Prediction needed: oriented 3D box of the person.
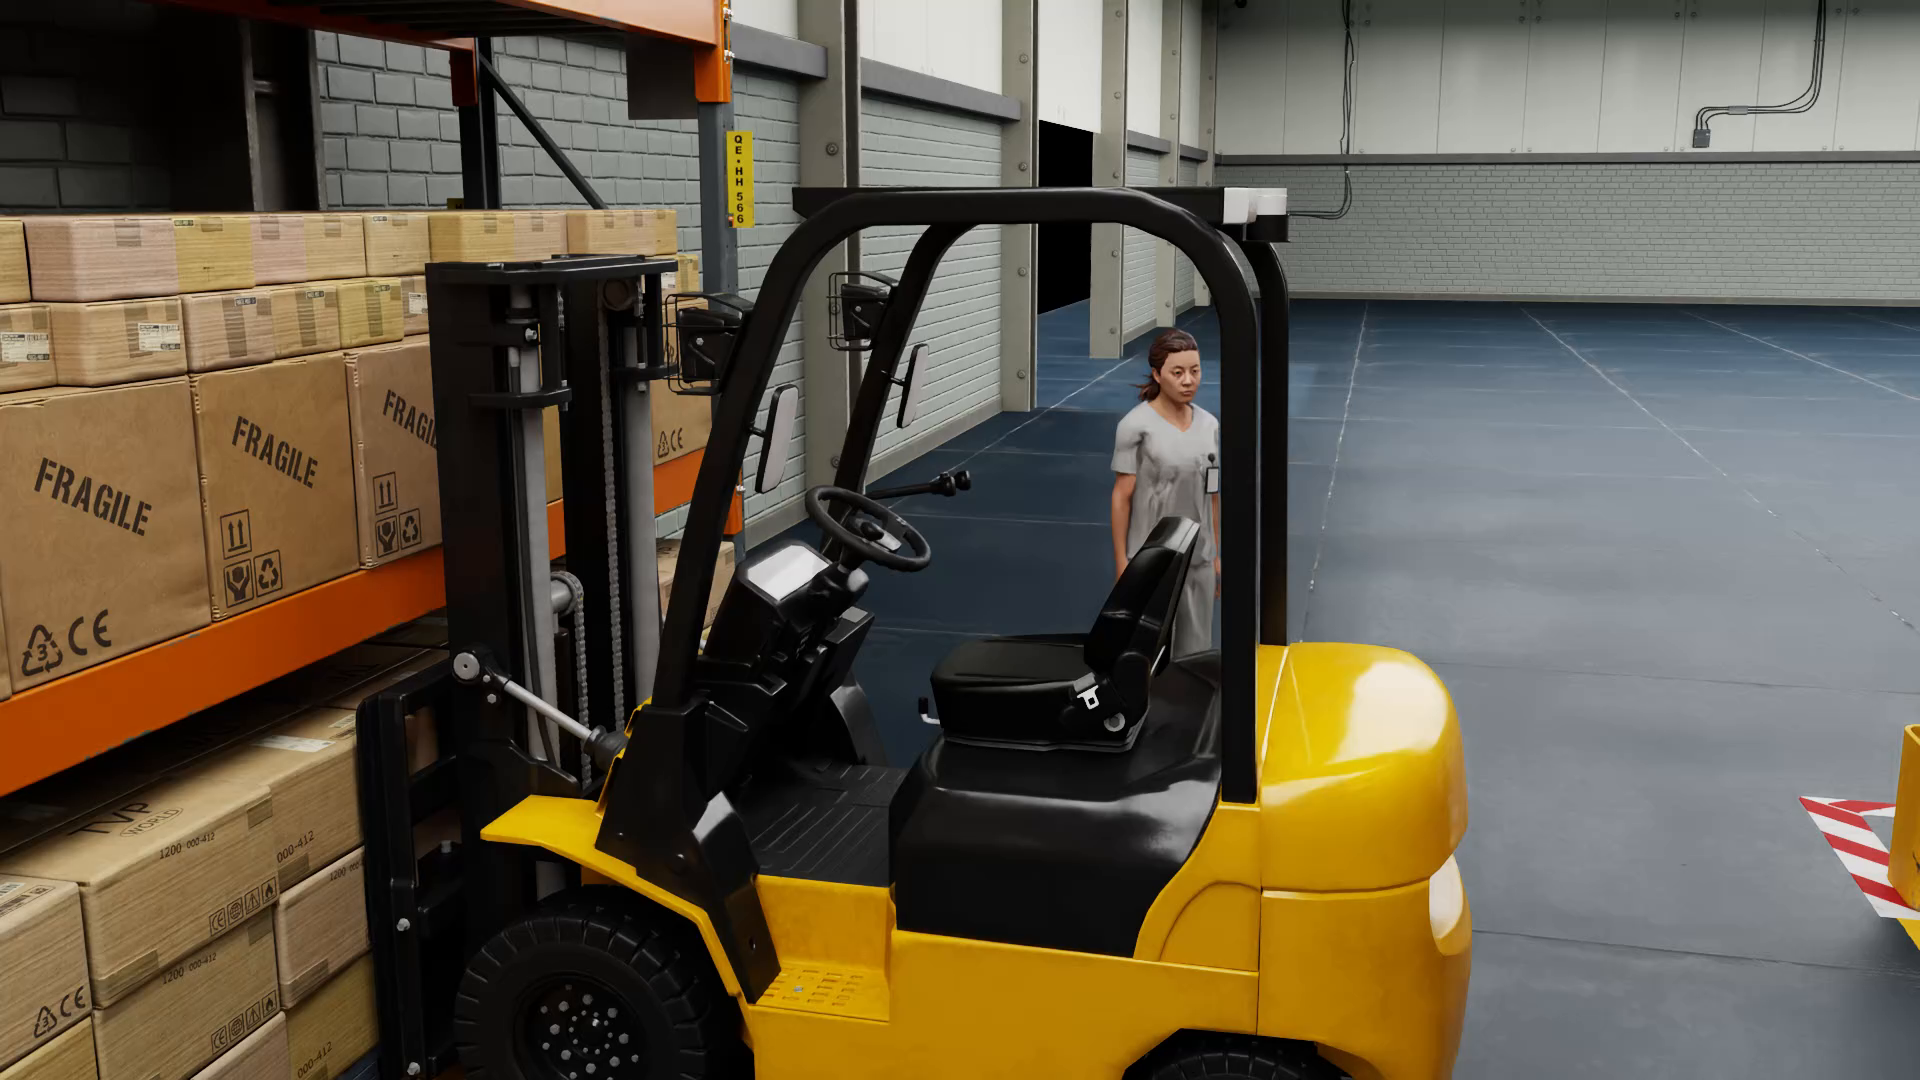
[{"bbox_3d":[0.759,0.086,5.964,0.472,1.678,0.427,-5,13,-24],"label":"person"}]
